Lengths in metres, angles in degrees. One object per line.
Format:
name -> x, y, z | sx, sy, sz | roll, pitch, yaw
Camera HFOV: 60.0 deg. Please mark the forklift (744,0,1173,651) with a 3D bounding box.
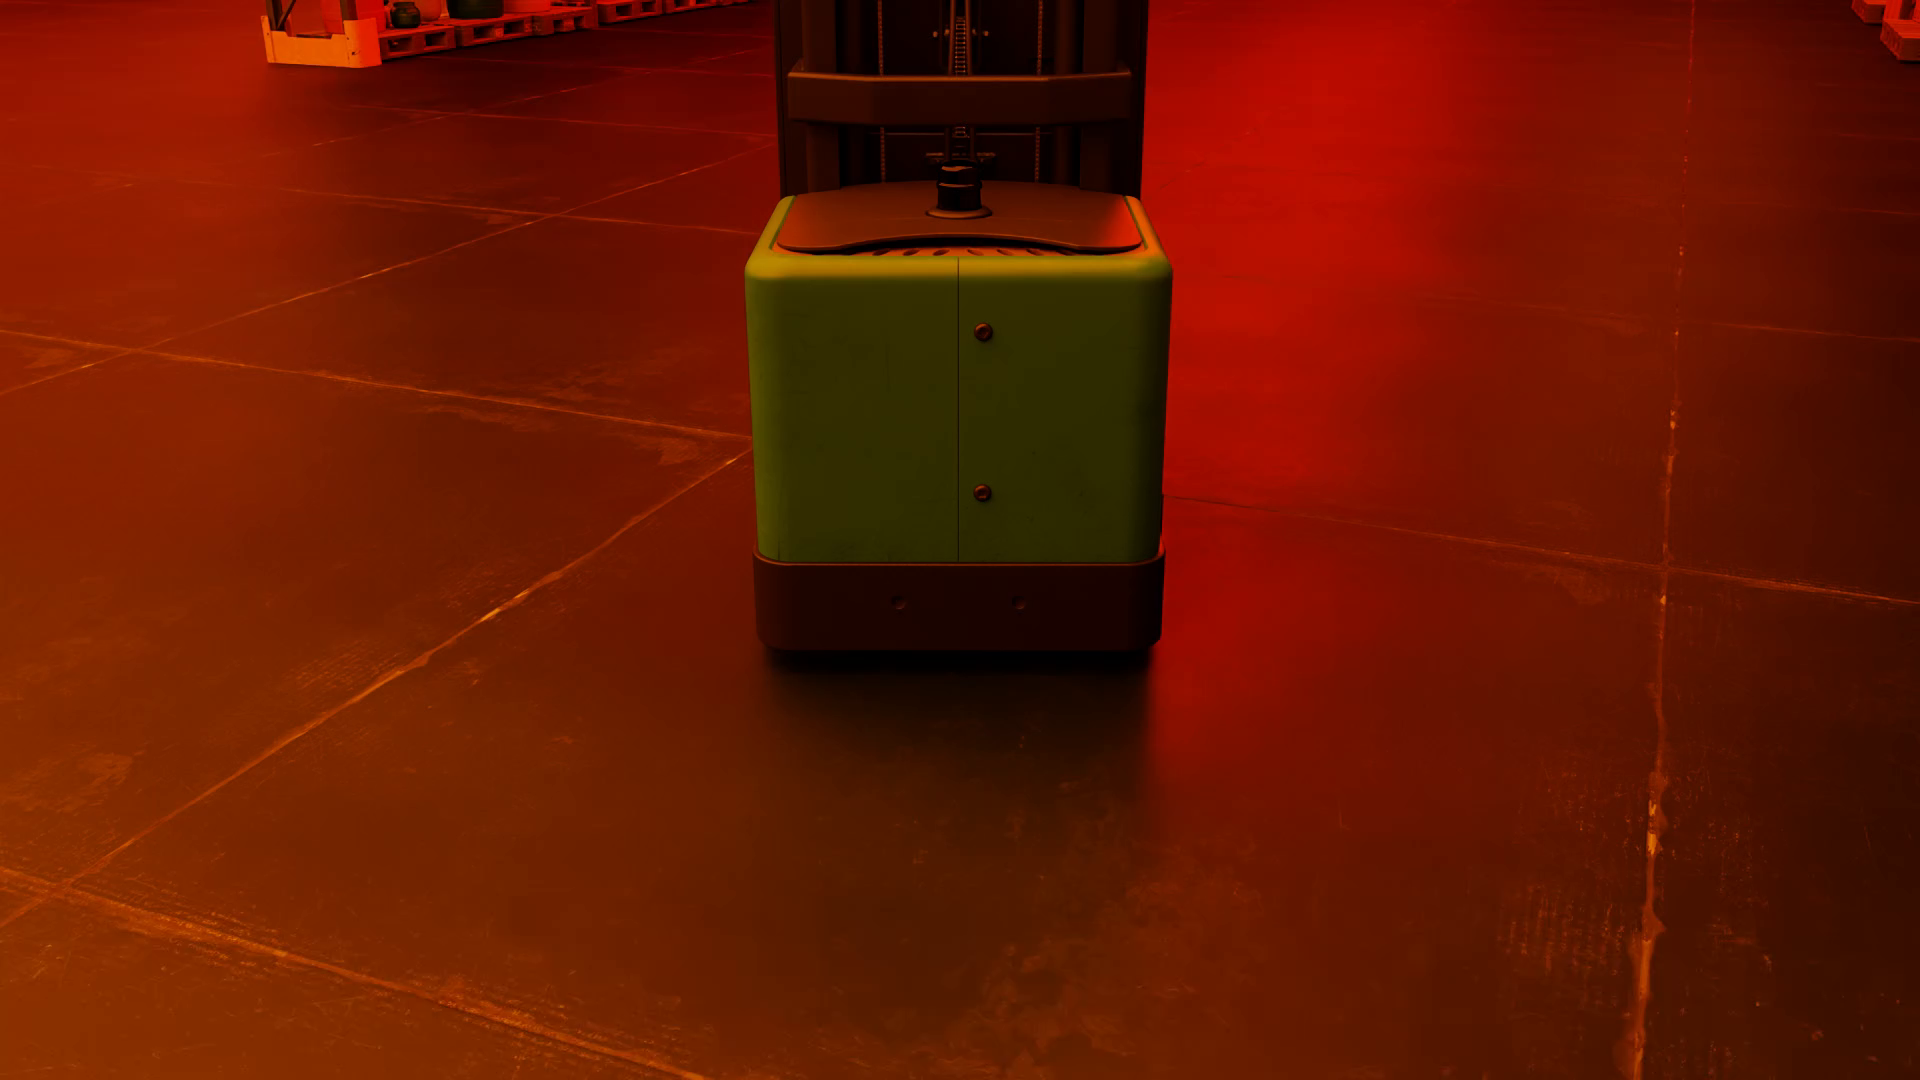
forklift -> 0.002, -1.587, 5.089 | 1.130, 2.935, 3.031 | 0, 23, 0
